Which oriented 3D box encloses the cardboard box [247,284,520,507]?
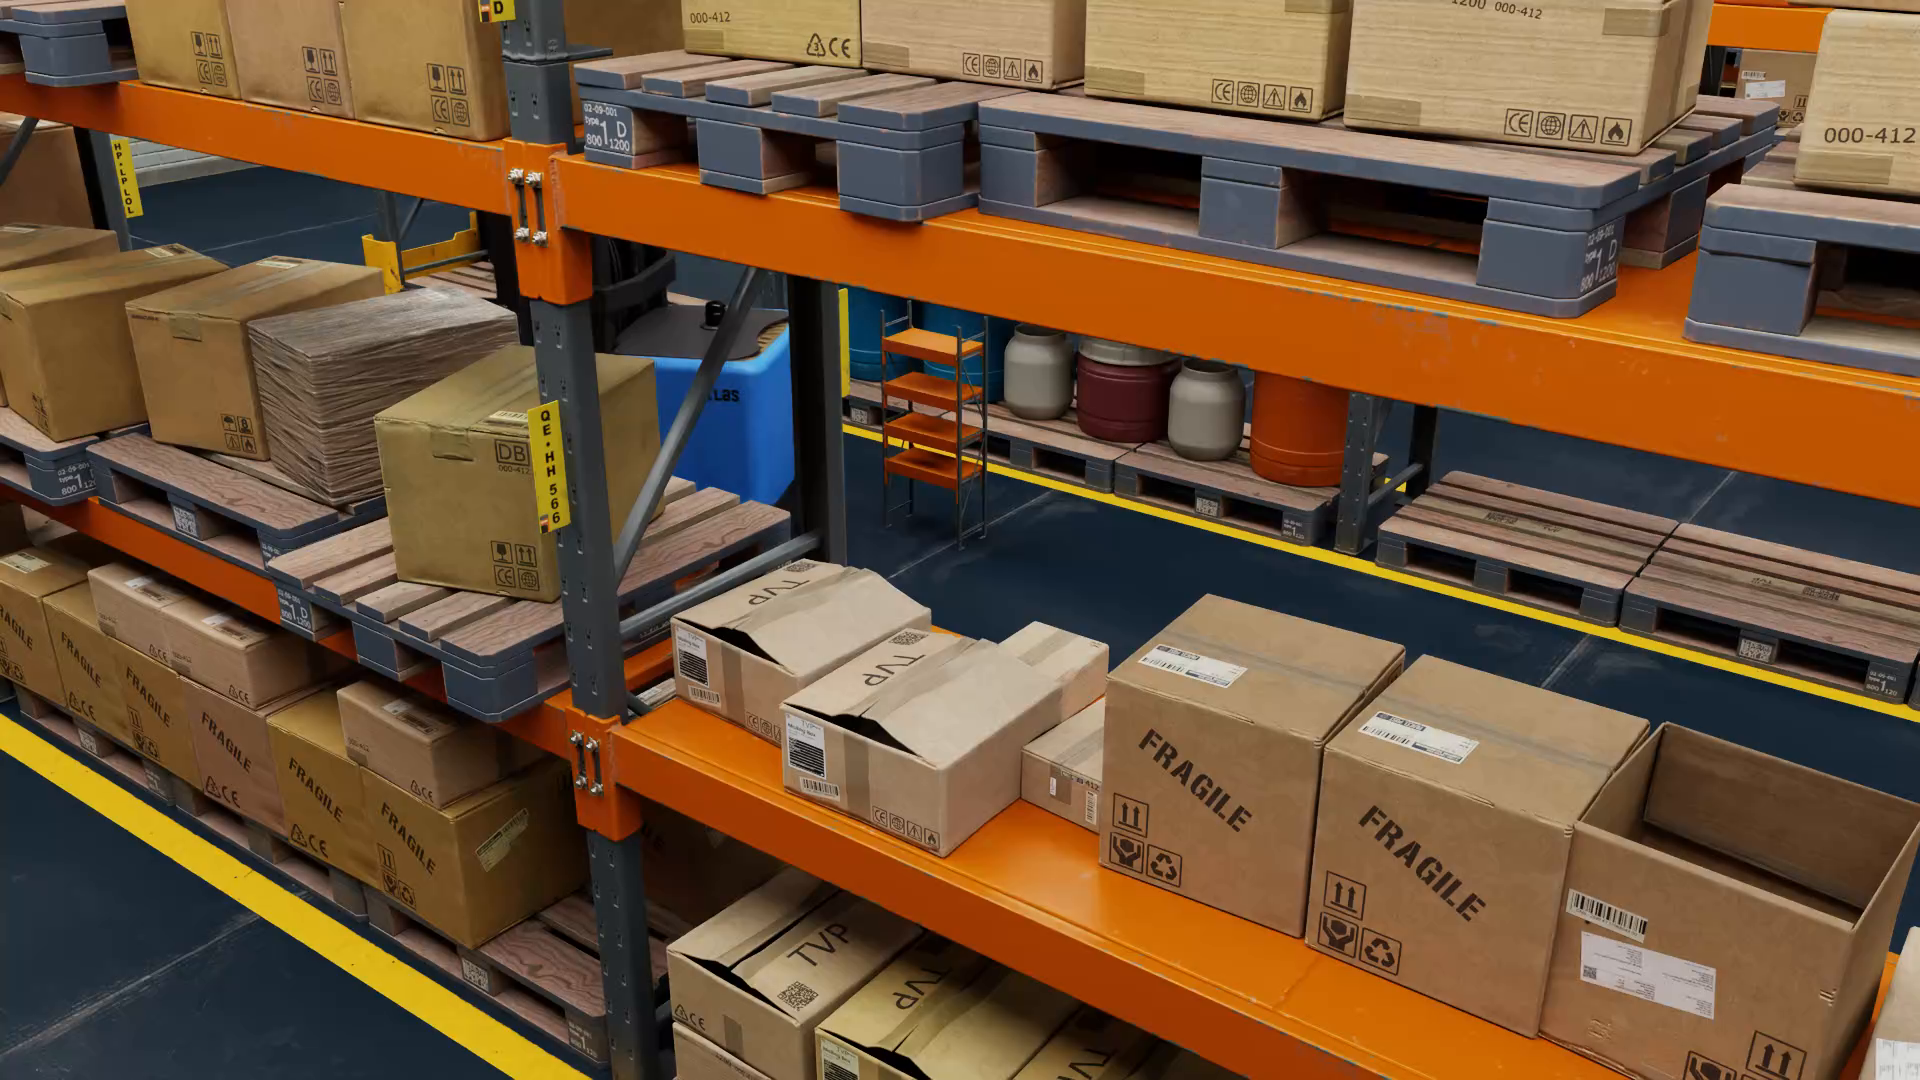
[{"bbox_3d":[-1.880,-0.498,5.516,0.700,0.500,0.500,-20,31,-38],"label":"cardboard box"}]

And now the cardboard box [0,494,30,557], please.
[{"bbox_3d":[-4.518,0.067,7.431,0.500,0.500,0.500,17,29,33],"label":"cardboard box"}]

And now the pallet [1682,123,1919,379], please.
[{"bbox_3d":[1.796,-0.389,2.429,1.217,0.209,0.805,16,28,31],"label":"pallet"}]

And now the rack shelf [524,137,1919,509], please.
[{"bbox_3d":[0.909,-0.421,3.158,4.000,0.370,1.077,17,29,33],"label":"rack shelf"}]

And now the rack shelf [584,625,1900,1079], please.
[{"bbox_3d":[0.909,0.951,3.763,4.000,0.370,1.077,17,29,33],"label":"rack shelf"}]

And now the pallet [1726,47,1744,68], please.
[{"bbox_3d":[7.675,-4.683,15.896,1.003,0.211,1.213,17,29,33],"label":"pallet"}]

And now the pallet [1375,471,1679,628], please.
[{"bbox_3d":[2.879,0.017,8.450,1.213,0.211,1.003,17,29,33],"label":"pallet"}]

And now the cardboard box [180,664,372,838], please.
[{"bbox_3d":[-2.418,0.680,6.040,0.500,0.500,0.500,16,28,31],"label":"cardboard box"}]

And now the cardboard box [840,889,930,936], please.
[{"bbox_3d":[-0.124,0.995,4.965,0.500,0.311,0.500,18,29,35],"label":"cardboard box"}]

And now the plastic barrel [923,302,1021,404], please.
[{"bbox_3d":[0.074,-1.350,10.175,0.708,0.901,0.600,17,29,33],"label":"plastic barrel"}]

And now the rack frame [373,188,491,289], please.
[{"bbox_3d":[-4.119,-3.393,12.732,0.127,3.000,1.000,17,29,33],"label":"rack frame"}]

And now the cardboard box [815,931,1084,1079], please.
[{"bbox_3d":[-0.023,1.294,4.288,0.500,0.311,0.500,16,28,32],"label":"cardboard box"}]

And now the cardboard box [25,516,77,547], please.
[{"bbox_3d":[-4.098,0.029,7.753,0.500,0.311,0.500,17,29,33],"label":"cardboard box"}]

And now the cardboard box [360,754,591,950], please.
[{"bbox_3d":[-1.580,0.930,5.472,0.500,0.500,0.500,18,30,35],"label":"cardboard box"}]

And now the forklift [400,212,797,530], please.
[{"bbox_3d":[-2.337,-1.504,8.529,3.031,2.935,1.130,4,24,10],"label":"forklift"}]

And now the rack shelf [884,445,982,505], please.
[{"bbox_3d":[-0.132,-0.346,8.706,0.480,0.148,0.258,17,29,33],"label":"rack shelf"}]

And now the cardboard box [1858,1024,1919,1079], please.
[{"bbox_3d":[1.696,1.014,2.896,0.258,0.266,0.396,16,28,32],"label":"cardboard box"}]

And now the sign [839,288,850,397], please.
[{"bbox_3d":[-0.361,-0.571,4.891,0.005,0.325,0.100,17,29,33],"label":"sign"}]

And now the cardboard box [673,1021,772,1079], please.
[{"bbox_3d":[-0.448,1.426,4.683,0.500,0.250,0.500,17,29,33],"label":"cardboard box"}]

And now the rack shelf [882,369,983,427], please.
[{"bbox_3d":[-0.132,-0.732,8.536,0.480,0.148,0.258,17,29,33],"label":"rack shelf"}]

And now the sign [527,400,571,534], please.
[{"bbox_3d":[-1.009,-0.178,4.096,0.005,0.325,0.100,17,29,33],"label":"sign"}]

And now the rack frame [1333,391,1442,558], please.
[{"bbox_3d":[2.283,-1.459,8.341,0.127,3.000,1.000,17,29,33],"label":"rack frame"}]

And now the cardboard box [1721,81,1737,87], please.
[{"bbox_3d":[9.983,-5.885,20.501,0.875,0.875,0.875,17,29,34],"label":"cardboard box"}]

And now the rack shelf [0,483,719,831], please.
[{"bbox_3d":[-2.291,-0.016,5.959,4.000,0.370,1.077,17,29,33],"label":"rack shelf"}]

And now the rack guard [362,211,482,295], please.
[{"bbox_3d":[-4.146,-2.251,13.239,0.348,0.500,1.175,17,29,33],"label":"rack guard"}]

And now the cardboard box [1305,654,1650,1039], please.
[{"bbox_3d":[1.083,0.620,3.498,0.500,0.500,0.500,17,29,33],"label":"cardboard box"}]

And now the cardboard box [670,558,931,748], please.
[{"bbox_3d":[-0.426,0.281,4.502,0.500,0.311,0.500,19,30,36],"label":"cardboard box"}]

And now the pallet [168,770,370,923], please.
[{"bbox_3d":[-2.238,0.927,6.385,1.213,0.211,1.003,17,29,33],"label":"pallet"}]

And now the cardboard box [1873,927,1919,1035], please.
[{"bbox_3d":[1.923,0.940,3.207,0.250,0.149,0.380,17,29,33],"label":"cardboard box"}]

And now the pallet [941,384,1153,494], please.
[{"bbox_3d":[0.655,-0.655,9.975,1.213,0.211,1.003,17,29,33],"label":"pallet"}]

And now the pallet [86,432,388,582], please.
[{"bbox_3d":[-2.250,-0.243,5.818,1.213,0.211,1.003,17,29,33],"label":"pallet"}]

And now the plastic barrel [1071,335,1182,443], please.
[{"bbox_3d":[0.977,-0.933,9.618,0.708,0.588,0.600,17,29,33],"label":"plastic barrel"}]

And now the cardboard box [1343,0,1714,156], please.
[{"bbox_3d":[1.017,-0.873,2.955,0.500,0.250,0.500,14,27,29],"label":"cardboard box"}]

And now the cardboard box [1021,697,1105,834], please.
[{"bbox_3d":[0.363,0.544,4.108,0.250,0.149,0.380,19,30,37],"label":"cardboard box"}]

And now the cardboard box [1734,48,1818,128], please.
[{"bbox_3d":[5.709,-3.177,11.596,0.500,0.500,0.500,13,27,27],"label":"cardboard box"}]

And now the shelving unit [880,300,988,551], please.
[{"bbox_3d":[-0.132,-0.589,8.599,0.503,1.200,0.258,17,29,33],"label":"shelving unit"}]

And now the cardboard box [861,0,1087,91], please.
[{"bbox_3d":[0.136,-1.145,3.574,0.500,0.250,0.500,18,29,35],"label":"cardboard box"}]

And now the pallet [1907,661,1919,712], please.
[{"bbox_3d":[4.832,0.607,7.110,1.213,0.211,1.003,17,29,33],"label":"pallet"}]

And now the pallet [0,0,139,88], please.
[{"bbox_3d":[-2.580,-1.685,5.368,1.003,0.211,1.213,17,29,33],"label":"pallet"}]

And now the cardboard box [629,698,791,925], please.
[{"bbox_3d":[-0.884,0.879,5.590,0.500,0.500,0.500,18,30,35],"label":"cardboard box"}]

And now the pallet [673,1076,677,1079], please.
[{"bbox_3d":[-0.056,1.626,4.798,1.213,0.211,1.003,17,29,33],"label":"pallet"}]

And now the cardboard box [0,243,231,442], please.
[{"bbox_3d":[-3.058,-0.734,6.052,0.700,0.500,0.500,-21,31,-39],"label":"cardboard box"}]

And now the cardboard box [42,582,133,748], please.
[{"bbox_3d":[-3.217,0.435,6.598,0.500,0.500,0.500,17,29,34],"label":"cardboard box"}]

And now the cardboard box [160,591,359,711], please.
[{"bbox_3d":[-2.449,0.329,5.908,0.500,0.250,0.500,16,29,32],"label":"cardboard box"}]

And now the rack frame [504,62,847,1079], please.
[{"bbox_3d":[-0.691,0.138,4.716,0.127,3.000,1.000,17,29,33],"label":"rack frame"}]

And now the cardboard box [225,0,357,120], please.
[{"bbox_3d":[-1.468,-1.498,4.586,0.500,0.500,0.910,17,29,33],"label":"cardboard box"}]

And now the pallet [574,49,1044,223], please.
[{"bbox_3d":[-0.094,-1.013,3.842,1.003,0.211,1.213,18,30,36],"label":"pallet"}]

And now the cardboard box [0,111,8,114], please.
[{"bbox_3d":[-4.513,-1.662,7.437,0.500,0.500,0.500,16,28,32],"label":"cardboard box"}]

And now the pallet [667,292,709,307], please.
[{"bbox_3d":[-2.510,-1.610,12.143,1.213,0.211,1.003,17,29,33],"label":"pallet"}]

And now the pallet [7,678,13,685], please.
[{"bbox_3d":[-4.441,0.281,7.851,1.213,0.211,1.003,17,29,33],"label":"pallet"}]

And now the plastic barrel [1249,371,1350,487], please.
[{"bbox_3d":[1.881,-0.771,8.950,0.708,0.830,0.600,17,29,33],"label":"plastic barrel"}]

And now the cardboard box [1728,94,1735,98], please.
[{"bbox_3d":[7.604,-4.105,15.996,0.500,0.250,0.500,16,28,32],"label":"cardboard box"}]

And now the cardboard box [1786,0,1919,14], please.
[{"bbox_3d":[1.570,-1.026,2.373,0.500,0.500,0.500,20,31,38],"label":"cardboard box"}]

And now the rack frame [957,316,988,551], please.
[{"bbox_3d":[0.063,-0.530,8.465,0.015,1.200,0.240,17,29,33],"label":"rack frame"}]
